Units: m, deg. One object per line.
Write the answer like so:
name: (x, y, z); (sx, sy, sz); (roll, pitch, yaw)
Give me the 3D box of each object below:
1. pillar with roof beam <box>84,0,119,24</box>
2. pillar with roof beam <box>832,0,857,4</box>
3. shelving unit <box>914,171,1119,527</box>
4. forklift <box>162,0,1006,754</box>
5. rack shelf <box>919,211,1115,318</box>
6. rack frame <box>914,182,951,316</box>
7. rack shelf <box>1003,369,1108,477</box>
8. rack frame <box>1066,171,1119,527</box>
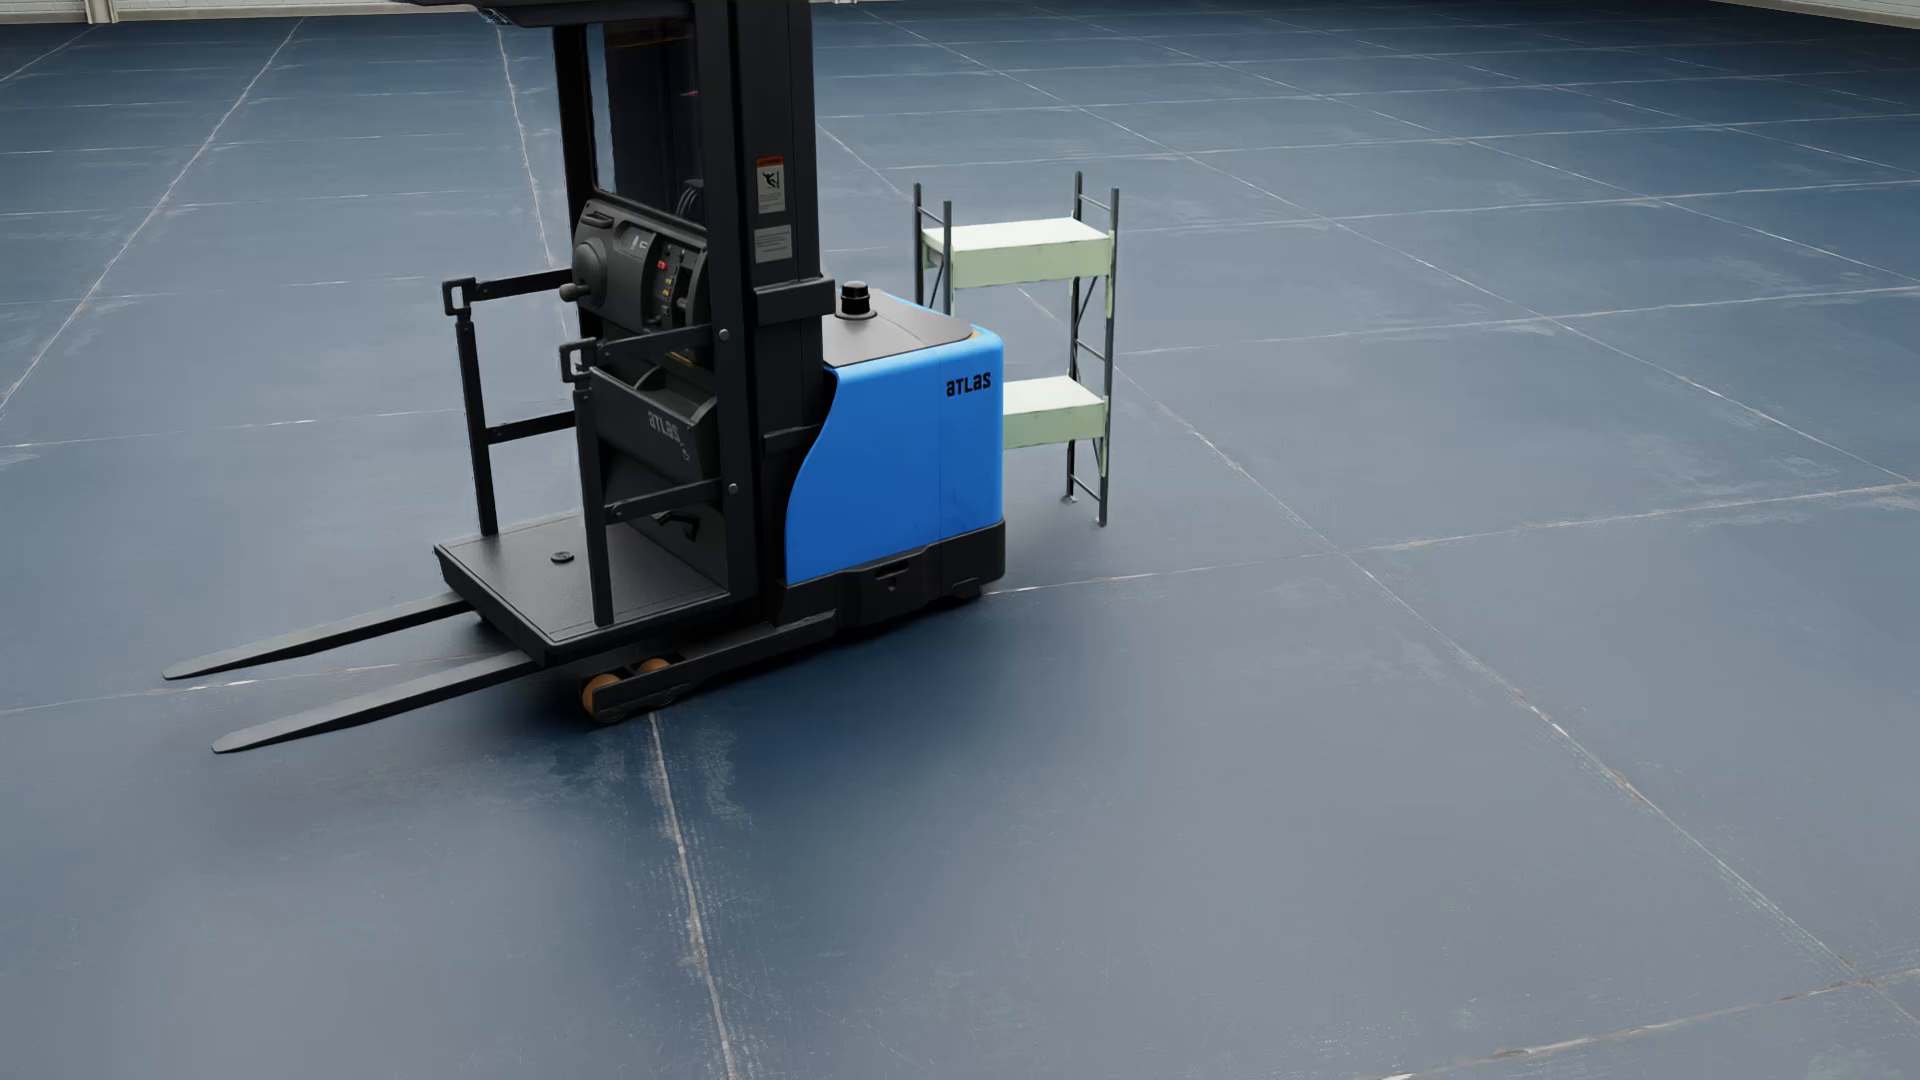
pillar with roof beam: (-12.437, -10.725, 20.832); (0.400, 9.000, 9.100); (-6, 24, -14)
pillar with roof beam: (-0.883, -12.003, 23.811); (0.400, 9.000, 9.100); (-6, 24, -14)
shelving unit: (0.229, -0.773, 7.151); (0.755, 1.500, 0.431); (-8, 25, -19)
forklift: (-1.298, -0.947, 5.741); (3.031, 2.935, 1.130); (-17, 28, -34)
rack shelf: (0.229, -1.132, 6.997); (0.720, 0.370, 0.431); (-8, 25, -19)
rack frame: (-0.114, -0.723, 7.034); (0.023, 1.500, 0.400); (-8, 25, -19)
rack shelf: (0.229, -0.474, 7.279); (0.720, 0.370, 0.431); (-8, 25, -19)
rack frame: (0.573, -0.824, 7.267); (0.023, 1.500, 0.400); (-8, 25, -19)
